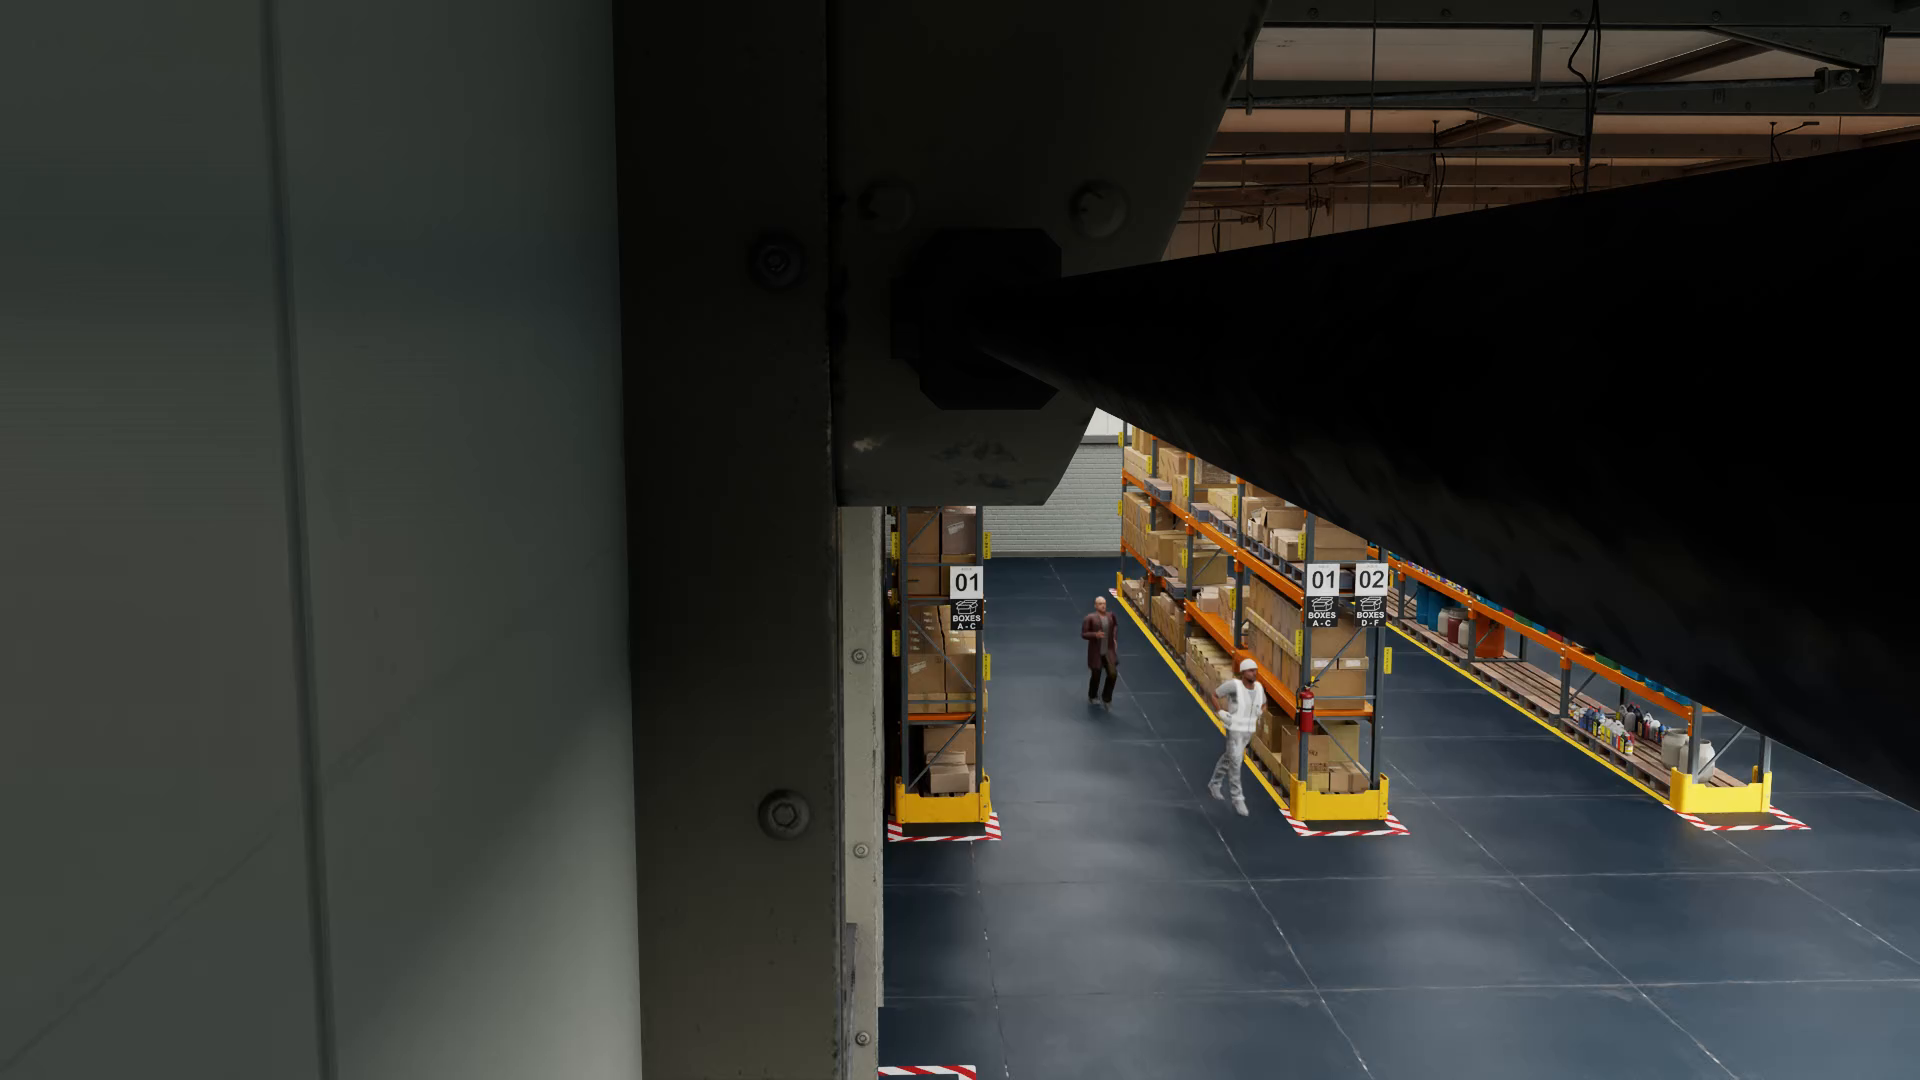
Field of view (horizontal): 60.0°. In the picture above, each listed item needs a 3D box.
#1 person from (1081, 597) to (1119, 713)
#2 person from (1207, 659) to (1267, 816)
[{"bbox_3d":[2.224,1.798,26.096,0.685,1.826,0.776,-2,8,-13],"label":"person"},{"bbox_3d":[3.439,2.348,20.303,0.684,1.834,0.789,-5,10,-33],"label":"person"}]
